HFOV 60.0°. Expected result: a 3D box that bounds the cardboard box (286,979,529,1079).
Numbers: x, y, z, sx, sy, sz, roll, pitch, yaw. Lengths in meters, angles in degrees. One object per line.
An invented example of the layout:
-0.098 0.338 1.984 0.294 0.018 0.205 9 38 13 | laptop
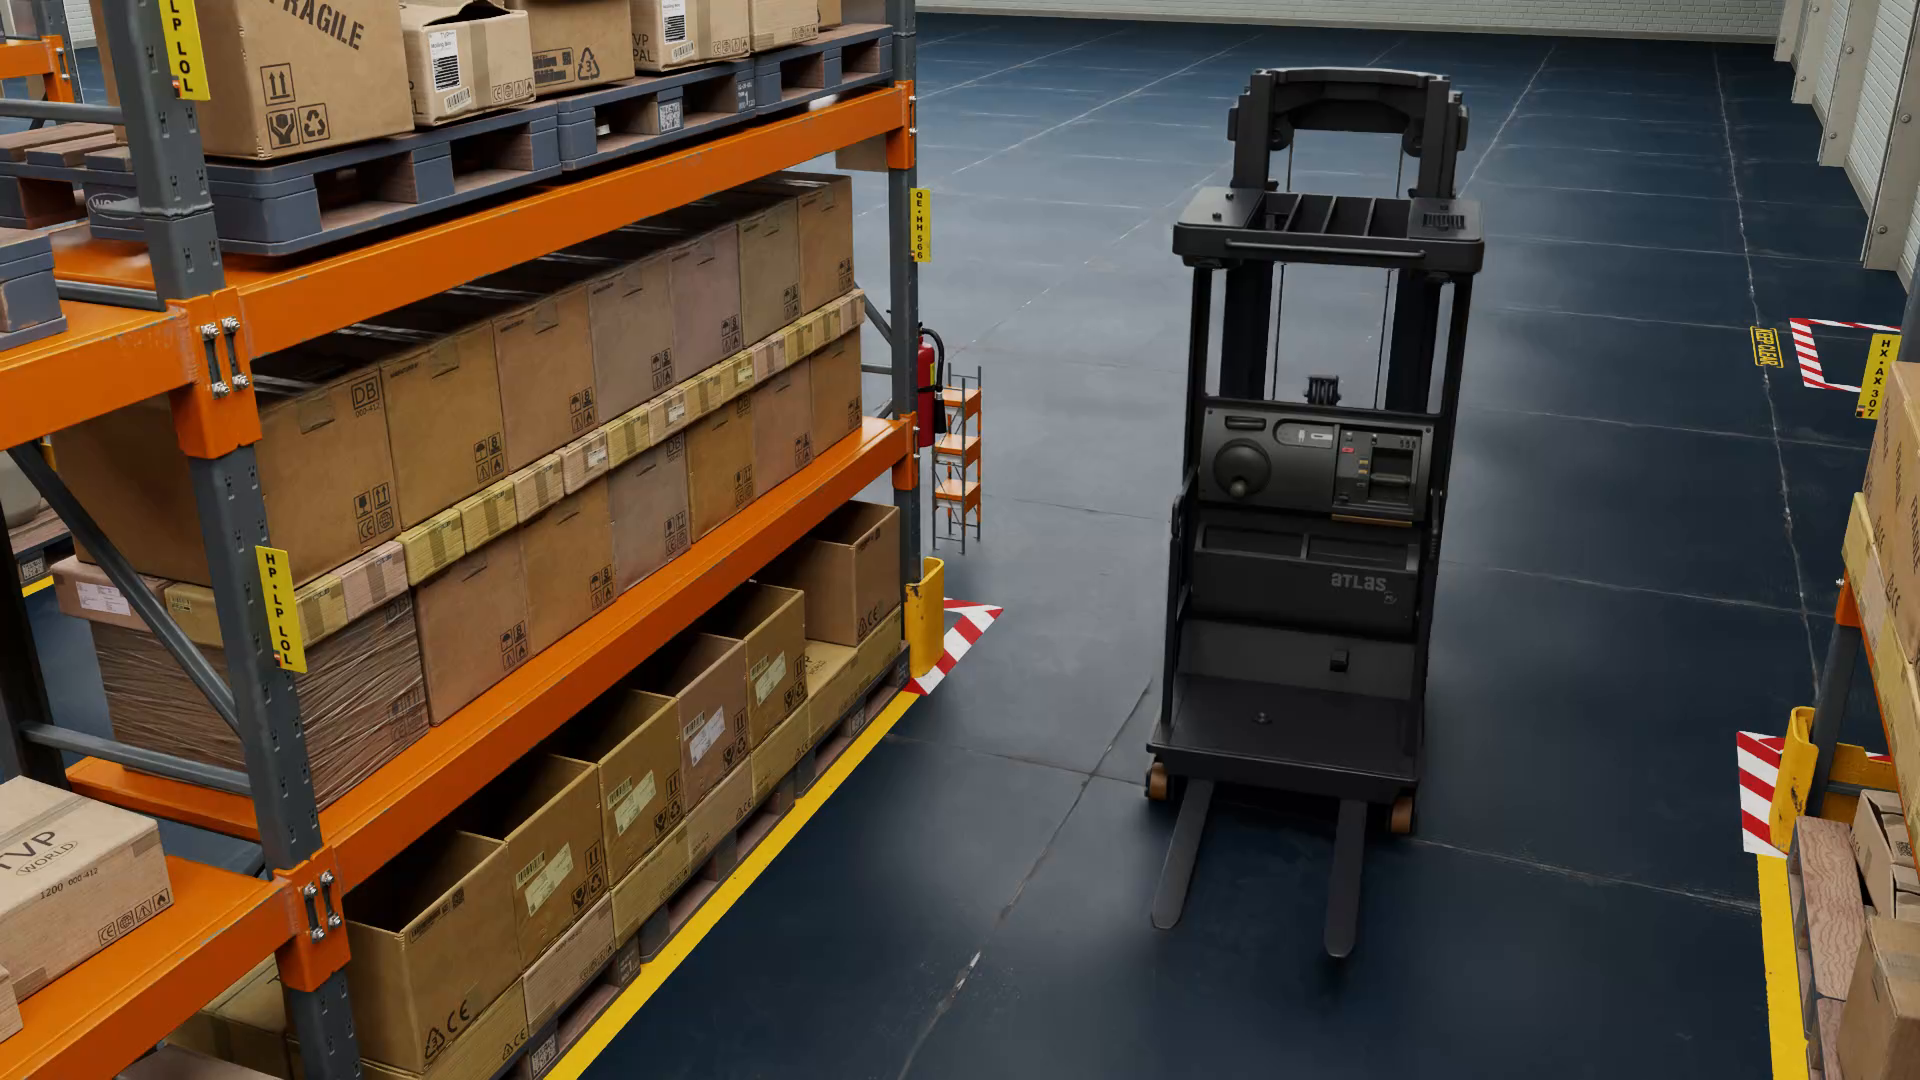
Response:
-1.709 1.547 5.178 0.500 0.250 0.500 9 24 20 | cardboard box

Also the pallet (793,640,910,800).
-0.922 0.729 7.731 1.003 0.211 1.213 9 24 20 | pallet

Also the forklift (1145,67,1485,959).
1.411 -0.305 6.677 1.130 2.935 3.031 6 23 14 | forklift

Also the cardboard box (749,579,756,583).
-1.082 0.398 7.929 0.500 0.250 0.500 9 24 20 | cardboard box

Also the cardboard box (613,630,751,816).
-1.144 0.665 6.316 0.500 0.500 0.500 9 24 20 | cardboard box

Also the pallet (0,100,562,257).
-1.870 -1.058 4.614 1.003 0.211 1.213 9 24 20 | pallet

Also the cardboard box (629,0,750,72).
-1.066 -1.790 5.641 0.500 0.311 0.500 12 25 26 | cardboard box

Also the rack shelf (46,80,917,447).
-1.420 -1.174 5.710 1.077 0.370 4.000 9 24 20 | rack shelf

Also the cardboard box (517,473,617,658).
-1.624 0.020 5.682 0.700 0.500 0.500 9 24 21 | cardboard box

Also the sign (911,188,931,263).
-0.178 -1.398 7.396 0.100 0.325 0.005 9 24 20 | sign

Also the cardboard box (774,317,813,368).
-0.833 -0.833 6.882 0.380 0.149 0.250 8 24 19 | cardboard box

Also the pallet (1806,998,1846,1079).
3.106 1.905 4.915 1.003 0.211 1.213 9 24 20 | pallet

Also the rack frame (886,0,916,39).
-0.677 -3.606 6.706 1.000 3.000 0.127 9 24 20 | rack frame

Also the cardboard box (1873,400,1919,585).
3.275 -0.112 5.323 0.500 0.500 0.500 9 24 20 | cardboard box

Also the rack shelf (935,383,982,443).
-0.020 -0.717 9.397 0.215 0.259 0.240 9 24 20 | rack shelf

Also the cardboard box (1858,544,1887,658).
3.268 0.248 5.434 0.500 0.250 0.500 8 24 18 | cardboard box

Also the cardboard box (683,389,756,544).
-1.242 -0.353 6.573 0.700 0.500 0.500 9 24 20 | cardboard box

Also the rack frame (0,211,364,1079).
-2.162 0.594 4.436 1.000 3.000 0.127 9 24 20 | rack frame

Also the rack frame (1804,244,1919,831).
3.924 -0.129 6.168 1.000 3.000 0.127 9 24 20 | rack frame

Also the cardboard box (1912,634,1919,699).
2.896 0.258 4.436 0.500 0.500 0.500 10 25 22 | cardboard box

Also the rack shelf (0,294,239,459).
-2.905 0.258 2.283 1.077 0.370 4.000 9 24 20 | rack shelf

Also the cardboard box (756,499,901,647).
-0.600 0.126 7.606 0.500 0.500 0.500 9 24 20 | cardboard box

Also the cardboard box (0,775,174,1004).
-2.305 0.846 4.028 0.500 0.250 0.500 10 25 23 | cardboard box

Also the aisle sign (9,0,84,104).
-4.972 -2.731 9.023 0.394 0.787 0.004 9 24 20 | aisle sign

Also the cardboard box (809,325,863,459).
-0.862 -0.718 7.448 0.700 0.500 0.500 9 24 20 | cardboard box

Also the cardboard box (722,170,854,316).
-0.882 -1.298 7.153 0.700 0.500 0.500 9 24 20 | cardboard box

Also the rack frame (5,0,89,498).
-5.274 -1.548 9.564 1.000 3.000 0.127 9 24 20 | rack frame

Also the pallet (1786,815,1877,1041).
3.561 1.470 5.957 1.003 0.211 1.213 9 24 20 | pallet

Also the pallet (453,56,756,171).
-1.415 -1.493 5.656 1.003 0.211 1.213 9 24 20 | pallet

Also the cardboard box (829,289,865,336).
-0.642 -1.019 7.326 0.380 0.149 0.250 8 24 19 | cardboard box

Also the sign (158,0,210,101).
-1.655 -1.100 3.520 0.100 0.325 0.005 9 24 20 | sign

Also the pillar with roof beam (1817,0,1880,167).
7.156 -9.581 21.012 9.100 9.000 0.400 9 24 20 | pillar with roof beam

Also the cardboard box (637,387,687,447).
-1.216 -0.463 5.996 0.380 0.149 0.250 8 24 19 | cardboard box

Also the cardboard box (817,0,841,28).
-0.894 -2.322 6.666 0.797 0.503 0.637 11 25 24 | cardboard box

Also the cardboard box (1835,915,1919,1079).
3.053 1.515 4.903 0.700 0.500 0.500 7 24 17 | cardboard box

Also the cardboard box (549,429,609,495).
-1.408 -0.282 5.561 0.380 0.149 0.250 8 24 19 | cardboard box

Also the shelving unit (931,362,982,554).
-0.020 -0.465 9.502 0.215 1.050 0.252 9 24 20 | shelving unit

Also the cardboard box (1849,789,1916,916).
3.583 1.143 6.040 0.500 0.311 0.500 6 23 14 | cardboard box

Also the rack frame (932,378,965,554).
-0.065 -0.422 9.397 0.200 1.050 0.008 9 24 20 | rack frame

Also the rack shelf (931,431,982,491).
-0.020 -0.456 9.506 0.215 0.259 0.240 9 24 20 | rack shelf

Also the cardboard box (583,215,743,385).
-1.258 -0.928 6.268 0.700 0.500 0.500 9 24 20 | cardboard box

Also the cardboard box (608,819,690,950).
-1.328 1.190 6.031 0.500 0.250 0.500 9 24 20 | cardboard box

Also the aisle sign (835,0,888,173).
-0.380 -2.018 7.317 0.394 0.787 0.004 9 24 20 | aisle sign

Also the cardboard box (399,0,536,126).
-1.530 -1.343 4.571 0.500 0.311 0.500 7 24 17 | cardboard box

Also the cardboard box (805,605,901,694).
-0.602 0.472 7.751 0.500 0.250 0.500 9 24 20 | cardboard box

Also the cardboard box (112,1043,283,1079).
-2.047 1.596 4.332 0.500 0.311 0.500 9 24 20 | cardboard box

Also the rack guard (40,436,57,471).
-5.259 -0.360 9.964 1.175 0.500 0.348 9 24 20 | rack guard

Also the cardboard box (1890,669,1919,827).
2.884 0.610 4.567 0.500 0.250 0.500 9 24 21 | cardboard box

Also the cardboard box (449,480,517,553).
-1.599 -0.096 5.117 0.380 0.149 0.250 9 24 20 | cardboard box

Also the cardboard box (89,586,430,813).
-2.004 0.388 4.799 0.700 0.500 0.500 8 24 19 | cardboard box

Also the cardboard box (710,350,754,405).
-1.025 -0.650 6.442 0.380 0.149 0.250 10 25 22 | cardboard box

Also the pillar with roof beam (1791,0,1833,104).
9.385 -11.728 26.152 9.100 9.000 0.400 9 24 20 | pillar with roof beam

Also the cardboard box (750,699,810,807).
-0.960 0.832 6.890 0.500 0.250 0.500 9 24 20 | cardboard box

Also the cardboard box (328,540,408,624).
-1.790 0.090 4.670 0.380 0.149 0.250 9 24 21 | cardboard box

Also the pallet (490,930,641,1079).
-1.828 1.602 5.640 1.003 0.211 1.213 9 24 20 | pallet

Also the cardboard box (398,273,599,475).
-1.630 -0.570 5.411 0.700 0.500 0.500 9 24 20 | cardboard box

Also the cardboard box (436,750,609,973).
-1.521 1.022 5.461 0.500 0.500 0.500 9 24 20 | cardboard box

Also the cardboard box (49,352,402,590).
-2.004 -0.210 4.549 0.700 0.500 0.500 9 24 20 | cardboard box

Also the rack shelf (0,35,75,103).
-6.017 -1.884 7.411 1.077 0.370 4.000 9 24 20 | rack shelf
